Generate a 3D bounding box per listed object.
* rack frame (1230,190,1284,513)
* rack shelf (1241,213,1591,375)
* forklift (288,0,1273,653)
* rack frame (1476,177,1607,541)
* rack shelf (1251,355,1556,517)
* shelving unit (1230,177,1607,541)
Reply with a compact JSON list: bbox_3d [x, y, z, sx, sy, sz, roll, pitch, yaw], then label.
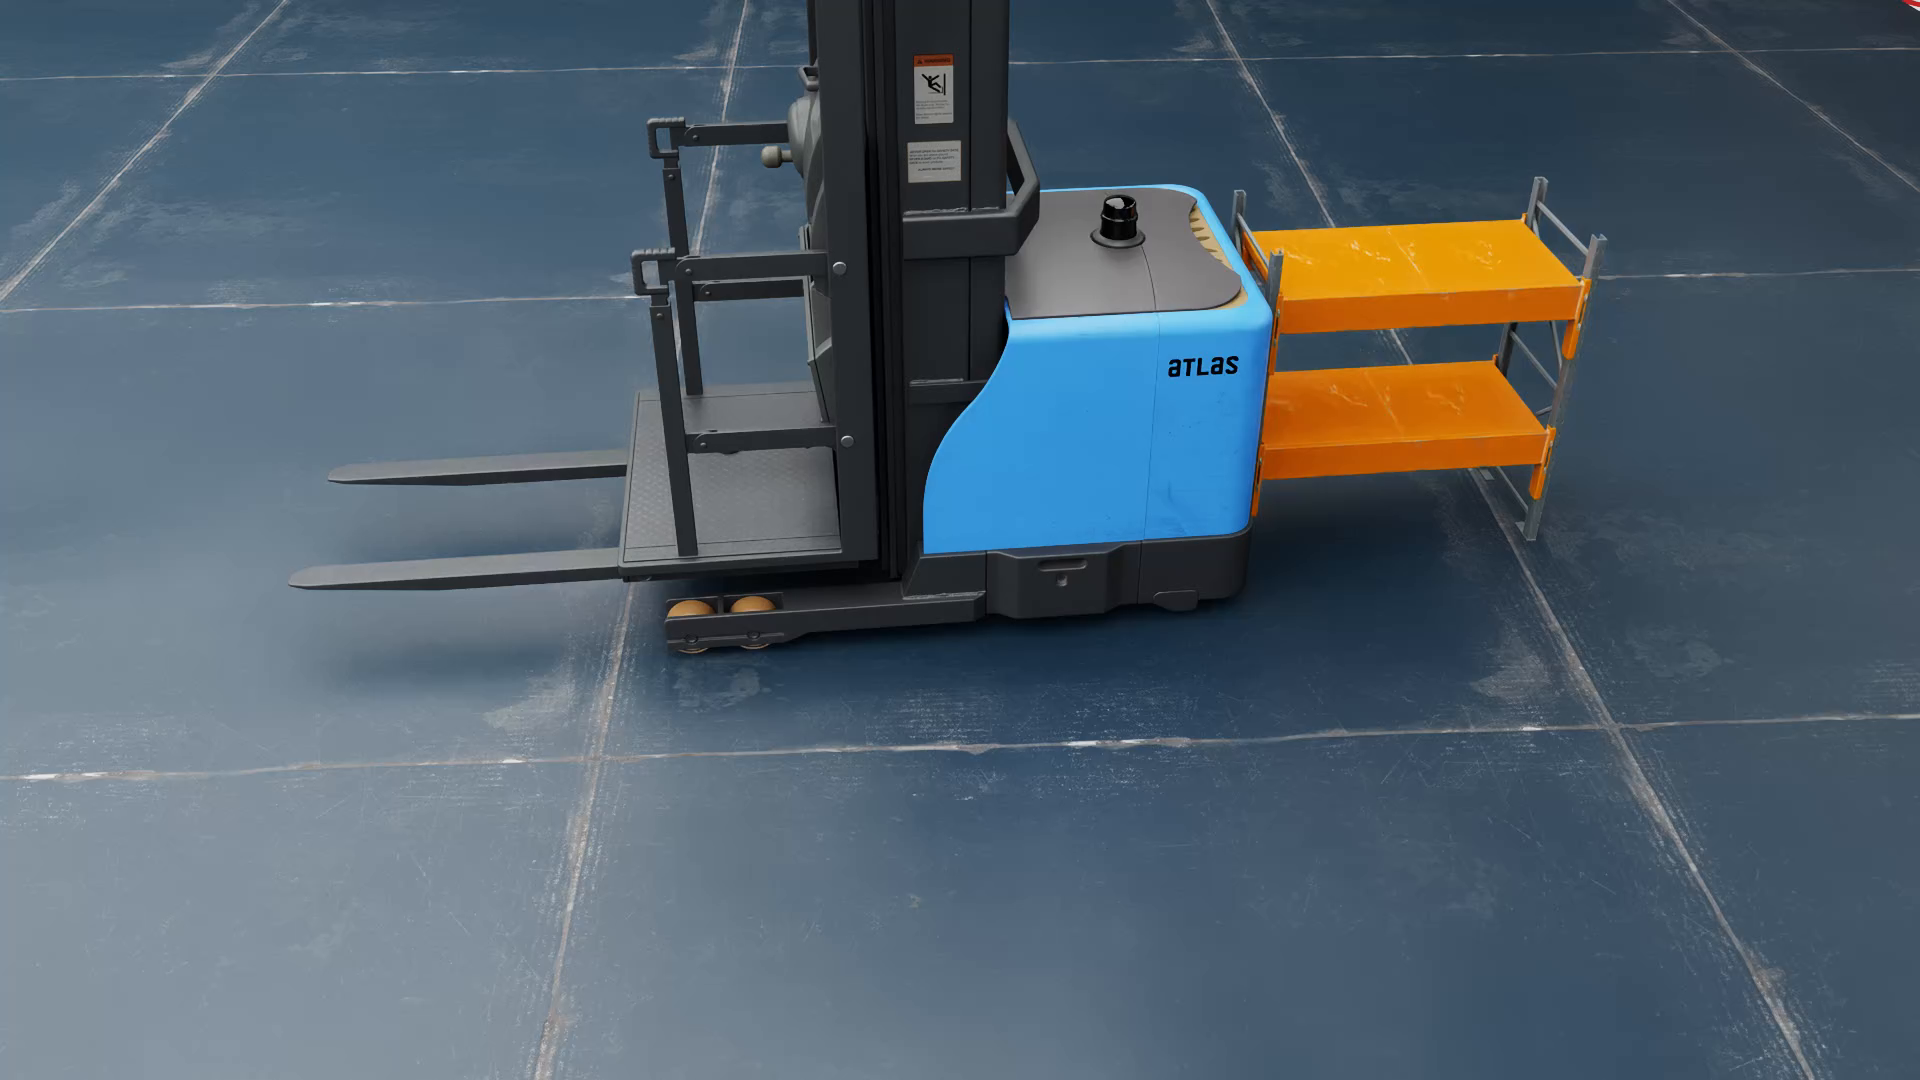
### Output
[{"bbox_3d":[0.936,-0.537,5.538,0.032,1.125,0.500,-4,35,-5],"label":"rack frame"},{"bbox_3d":[1.441,-0.809,5.417,1.000,0.278,0.538,-4,35,-5],"label":"rack shelf"},{"bbox_3d":[-0.618,-1.166,4.860,3.031,2.935,1.130,-4,35,-5],"label":"forklift"},{"bbox_3d":[1.946,-0.600,5.628,0.032,1.125,0.500,-4,35,-5],"label":"rack frame"},{"bbox_3d":[1.441,-0.368,5.722,1.000,0.278,0.538,-4,35,-5],"label":"rack shelf"},{"bbox_3d":[1.441,-0.569,5.583,1.048,1.125,0.538,-4,35,-5],"label":"shelving unit"}]
